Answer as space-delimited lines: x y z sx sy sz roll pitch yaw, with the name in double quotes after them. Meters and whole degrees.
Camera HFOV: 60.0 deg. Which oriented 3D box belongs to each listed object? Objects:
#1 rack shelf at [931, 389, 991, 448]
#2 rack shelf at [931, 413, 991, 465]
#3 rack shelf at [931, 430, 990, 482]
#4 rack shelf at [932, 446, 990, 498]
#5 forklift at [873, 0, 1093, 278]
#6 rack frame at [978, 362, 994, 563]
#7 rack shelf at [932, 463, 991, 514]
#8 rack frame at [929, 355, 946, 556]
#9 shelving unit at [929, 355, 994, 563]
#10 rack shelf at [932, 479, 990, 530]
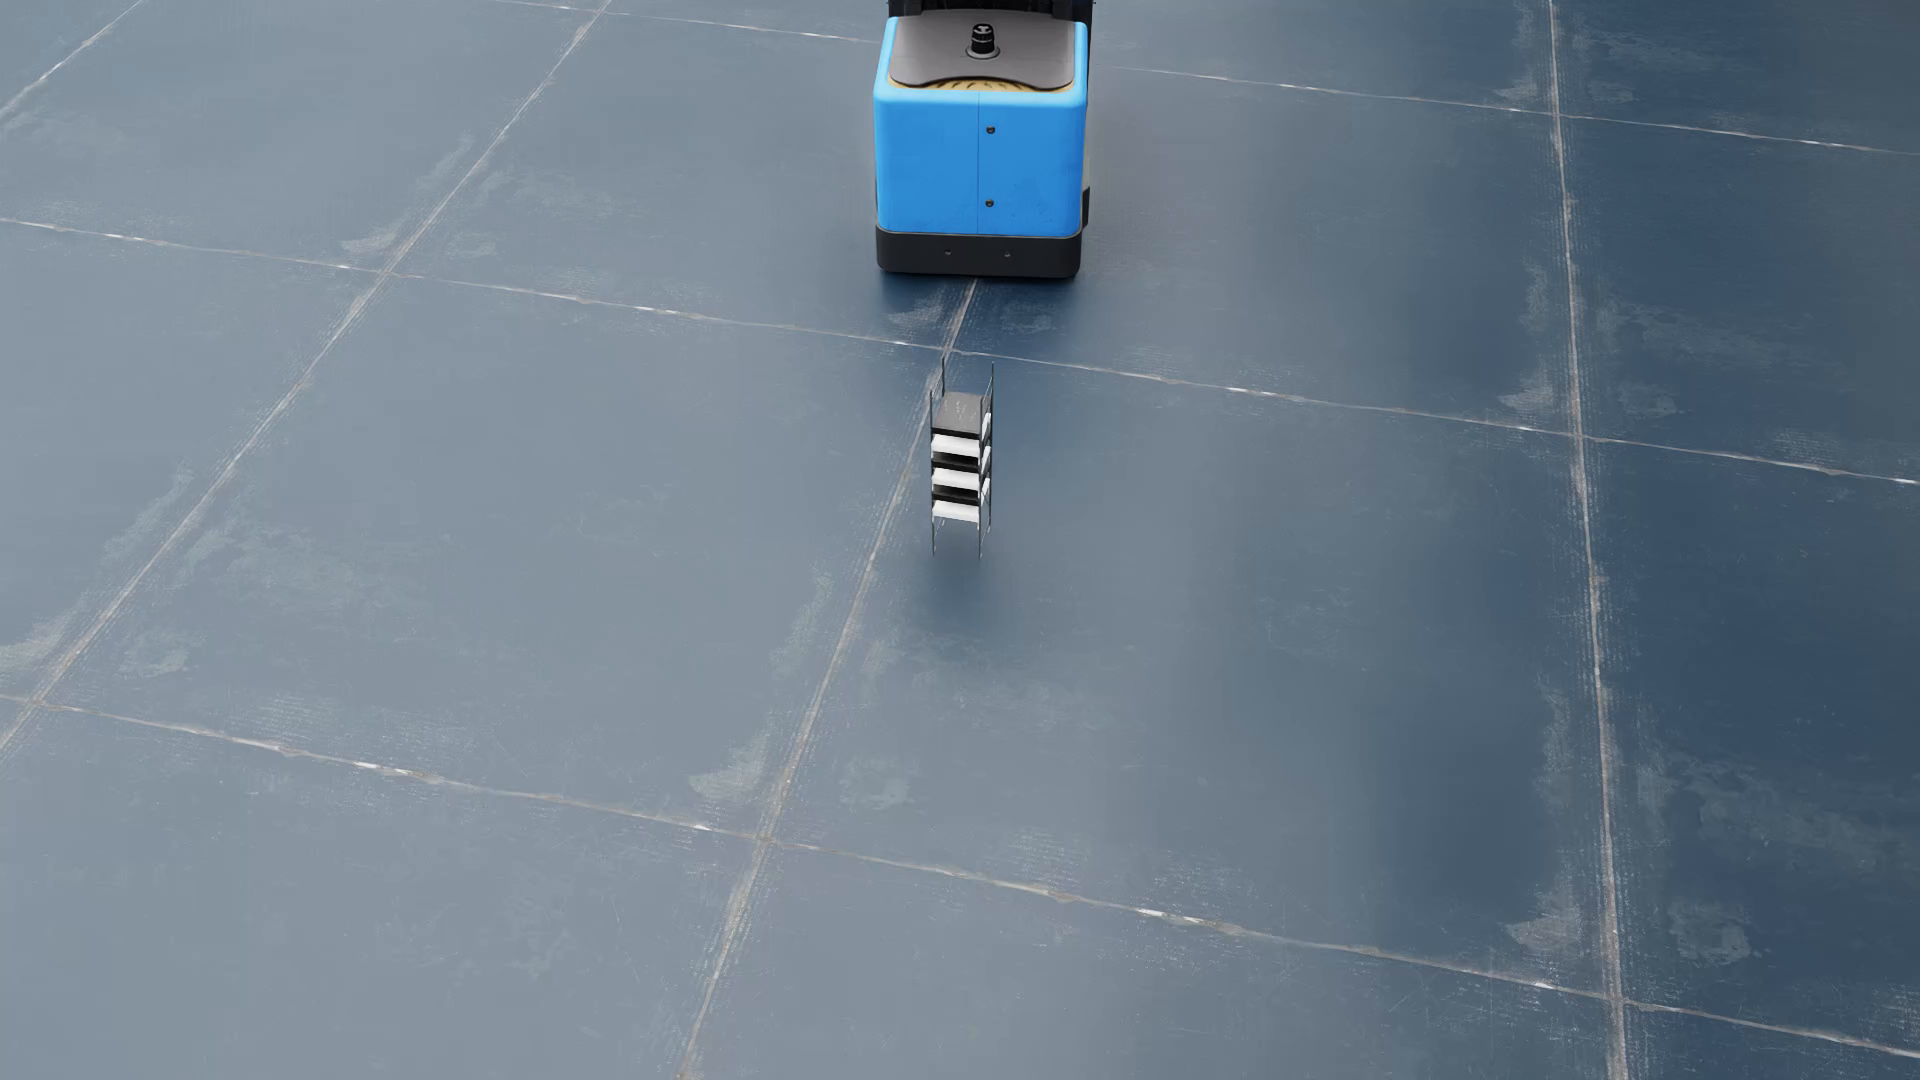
0.008 -0.493 6.733 0.200 0.077 0.258 9 45 9 "rack shelf"
0.008 -0.429 6.795 0.200 0.077 0.258 9 45 9 "rack shelf"
0.008 -0.364 6.857 0.200 0.077 0.258 9 45 9 "rack shelf"
0.008 -0.299 6.920 0.200 0.077 0.258 9 45 9 "rack shelf"
0.178 -3.409 8.638 1.130 2.935 3.031 2 44 2 "forklift"
0.107 -0.308 6.881 0.006 0.900 0.240 9 45 9 "rack frame"
0.008 -0.234 6.982 0.200 0.077 0.258 9 45 9 "rack shelf"
-0.091 -0.338 6.913 0.006 0.900 0.240 9 45 9 "rack frame"
0.008 -0.323 6.897 0.210 0.900 0.258 9 45 9 "shelving unit"
0.008 -0.169 7.045 0.200 0.077 0.258 9 45 9 "rack shelf"
